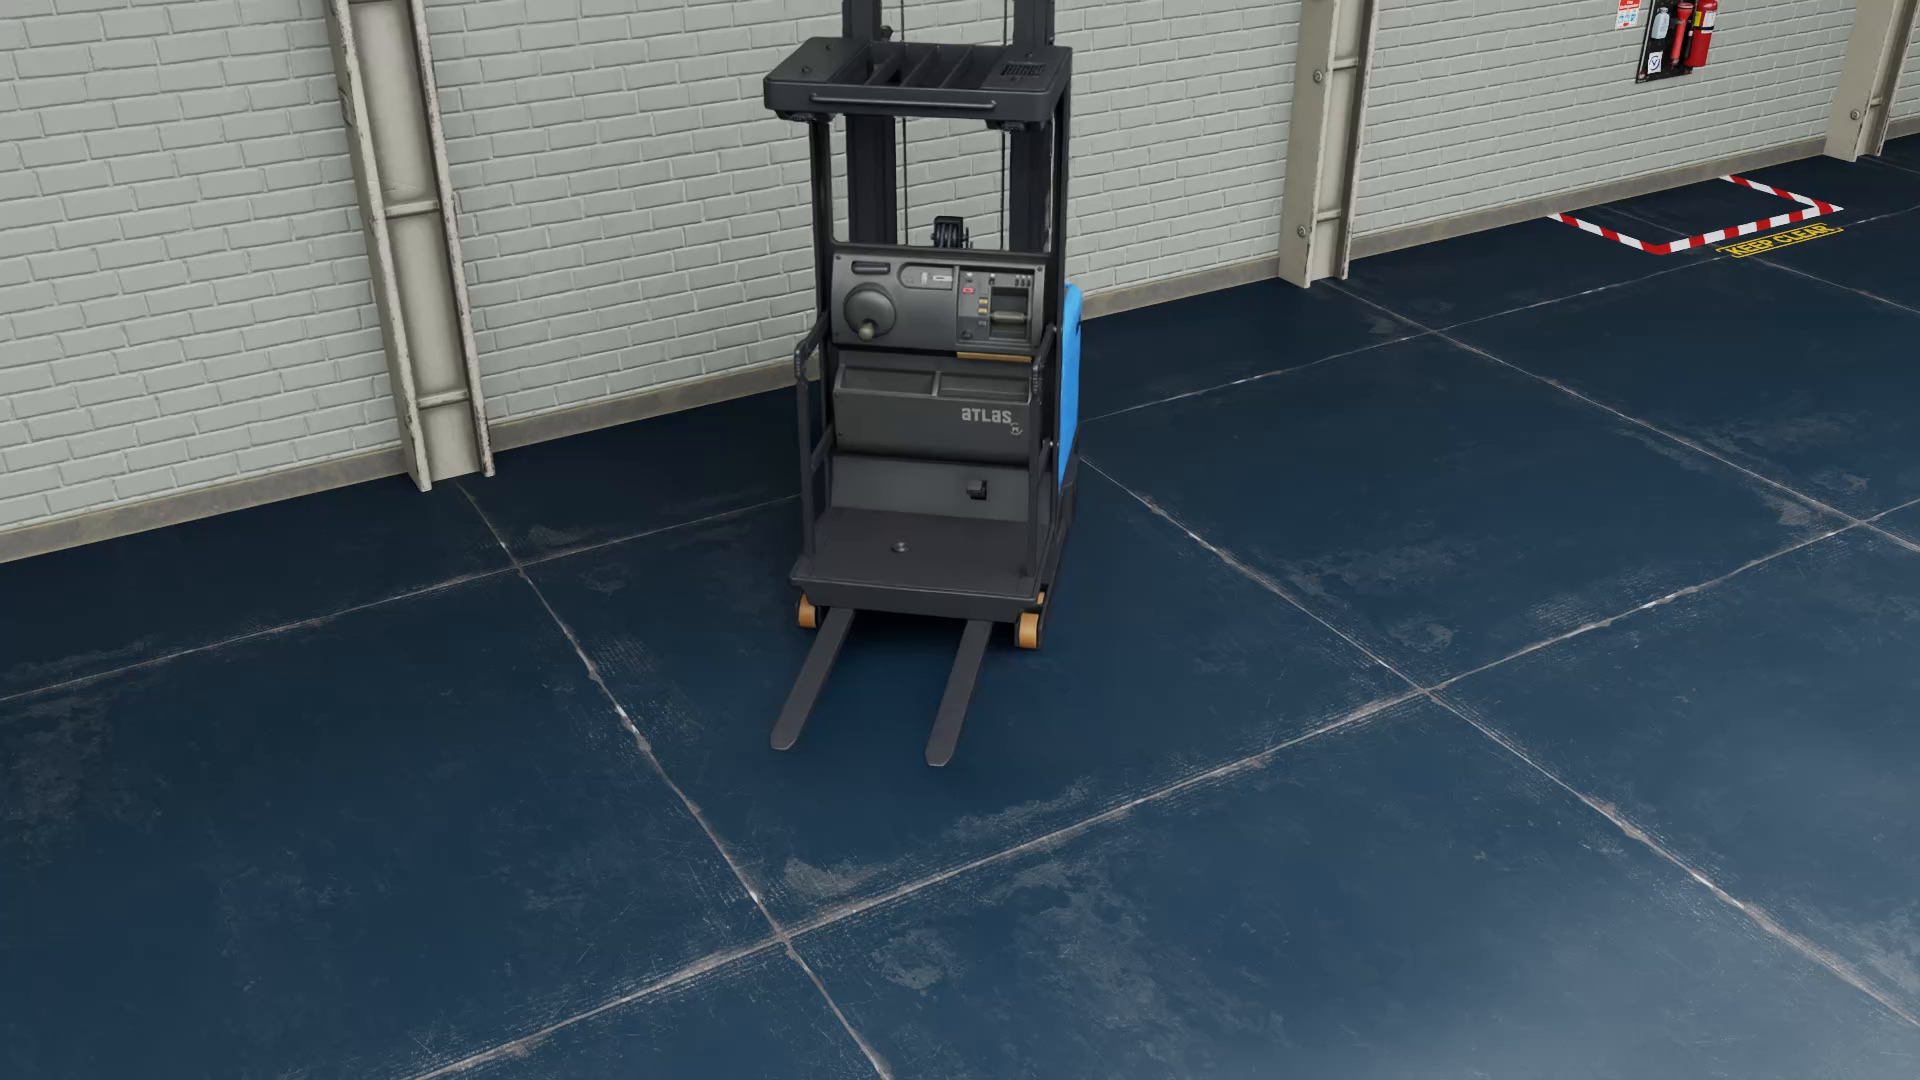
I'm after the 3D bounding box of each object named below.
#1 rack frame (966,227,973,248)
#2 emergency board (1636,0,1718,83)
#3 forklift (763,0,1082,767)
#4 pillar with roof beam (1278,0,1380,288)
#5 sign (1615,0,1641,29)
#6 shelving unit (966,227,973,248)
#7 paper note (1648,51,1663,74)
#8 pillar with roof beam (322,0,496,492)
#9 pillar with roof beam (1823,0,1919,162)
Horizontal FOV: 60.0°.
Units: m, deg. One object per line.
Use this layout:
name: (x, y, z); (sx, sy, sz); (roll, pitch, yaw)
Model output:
rack frame: (0.049, -1.067, 8.941); (0.015, 1.200, 0.240); (-3, 29, -5)
emergency board: (5.468, -4.026, 12.441); (0.643, 1.169, 0.194); (-16, 33, -26)
forklift: (-0.132, -0.986, 7.003); (1.130, 2.935, 3.031); (5, 29, 9)
pillar with roof beam: (4.626, -3.980, 6.148); (0.400, 9.000, 9.100); (-16, 33, -26)
sign: (4.939, -3.950, 12.265); (0.234, 0.329, 0.001); (-16, 33, -26)
shelving unit: (-0.194, -1.056, 8.922); (0.503, 1.200, 0.258); (-3, 29, -5)
paper note: (5.280, -3.626, 12.628); (0.142, 0.148, 0.016); (-16, 33, -26)
pillar with roof beam: (-0.547, -2.511, 3.487); (0.400, 9.000, 9.100); (-16, 33, -26)
pillar with roof beam: (9.799, -5.449, 8.809); (0.400, 9.000, 9.100); (-16, 33, -26)
